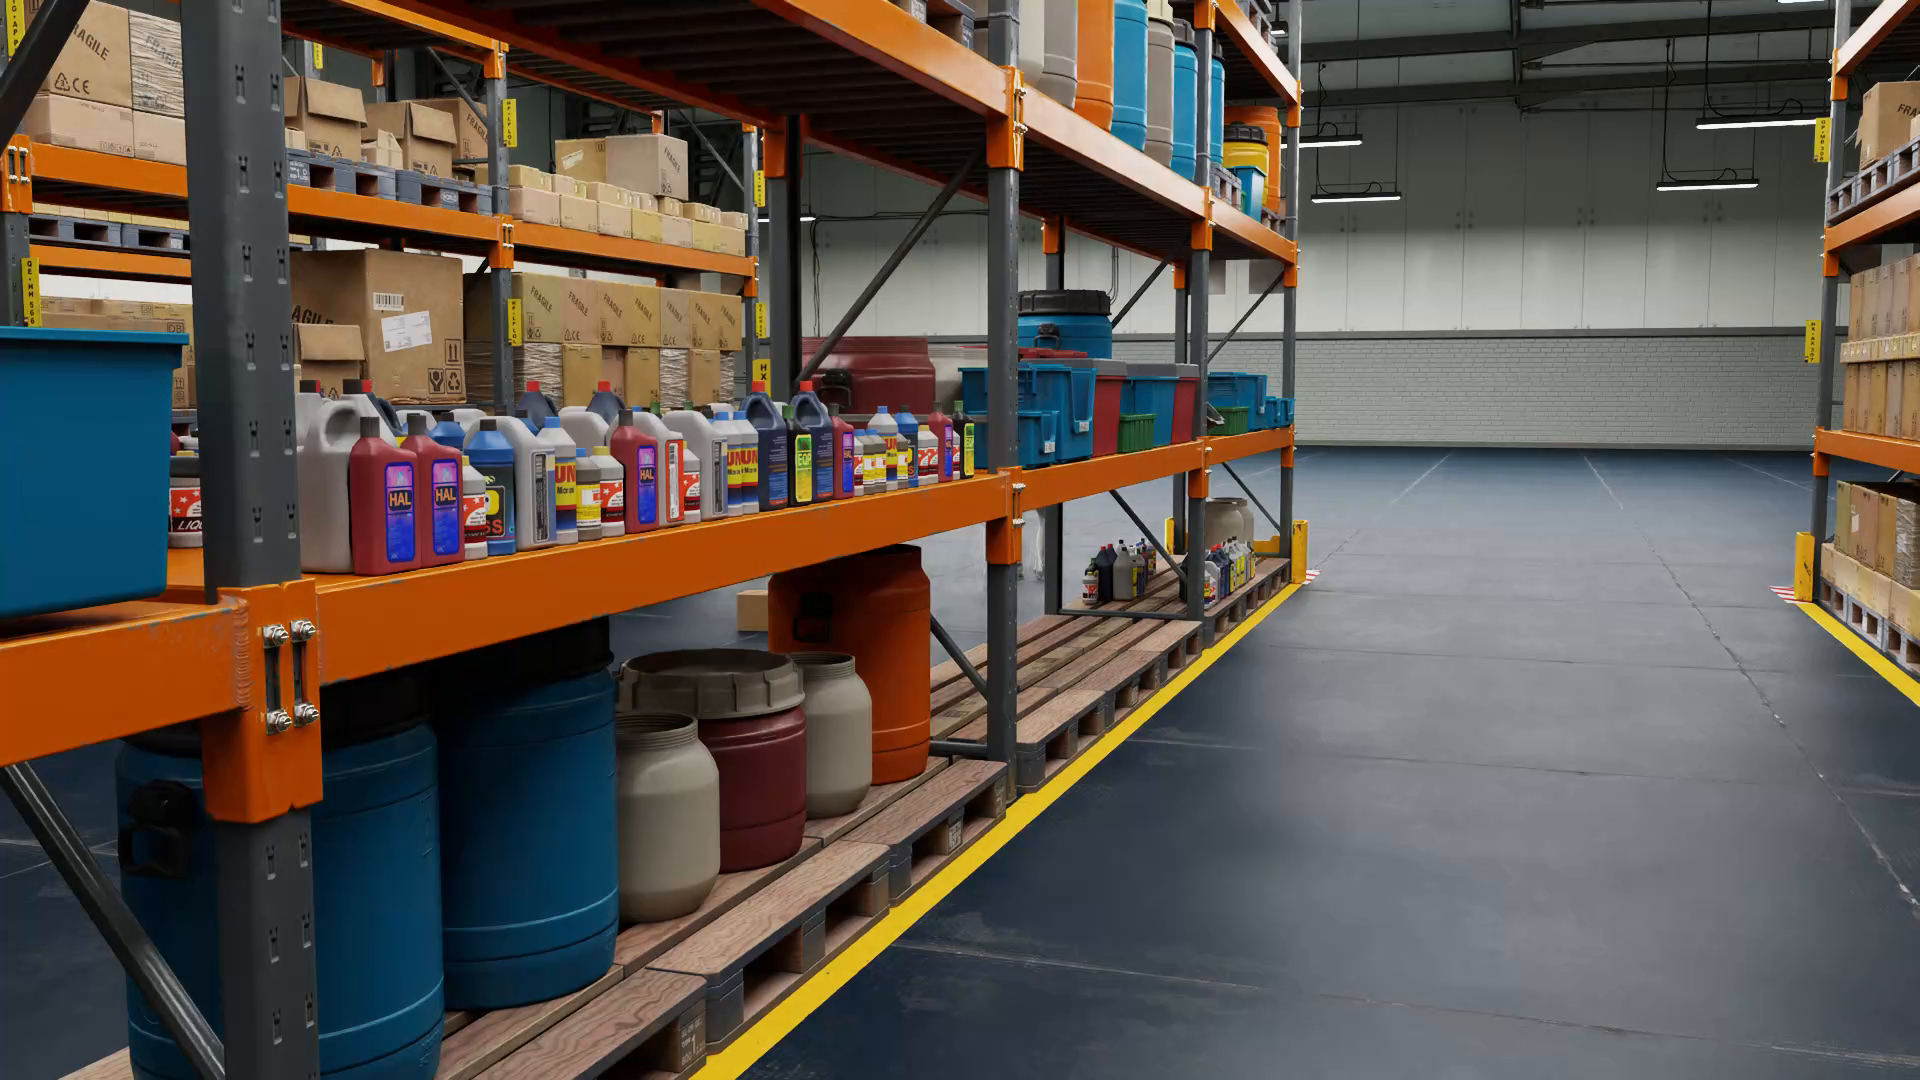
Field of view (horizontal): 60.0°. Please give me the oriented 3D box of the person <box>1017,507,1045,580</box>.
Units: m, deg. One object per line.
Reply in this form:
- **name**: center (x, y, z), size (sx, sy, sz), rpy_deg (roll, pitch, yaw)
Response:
- **person**: center (0.557, -0.473, 13.852), size (0.485, 1.752, 0.606), rpy_deg (2, 6, 18)
